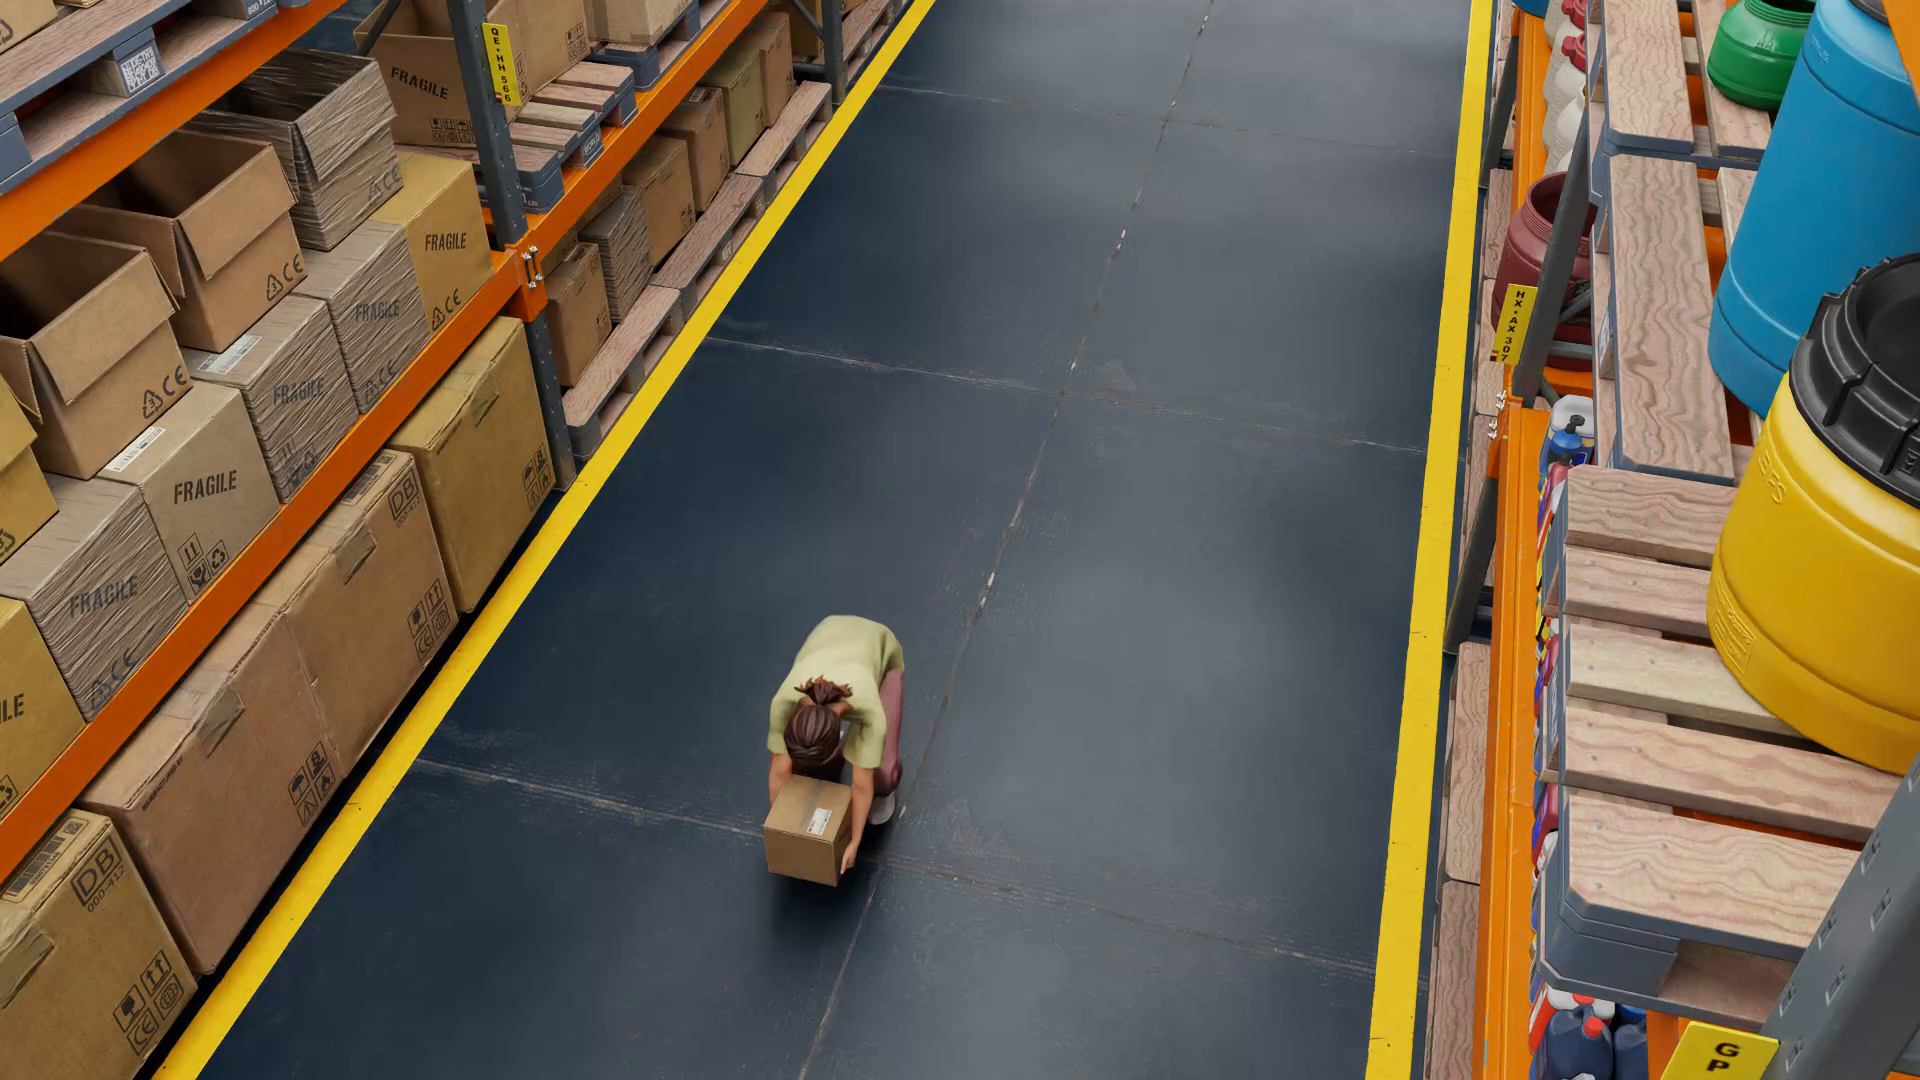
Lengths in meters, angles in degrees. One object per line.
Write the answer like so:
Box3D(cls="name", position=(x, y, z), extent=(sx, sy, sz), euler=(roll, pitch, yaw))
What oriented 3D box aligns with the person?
Box3D(cls="person", position=(-0.438, 0.698, 5.928), extent=(0.469, 0.933, 0.839), euler=(9, 42, 10))
